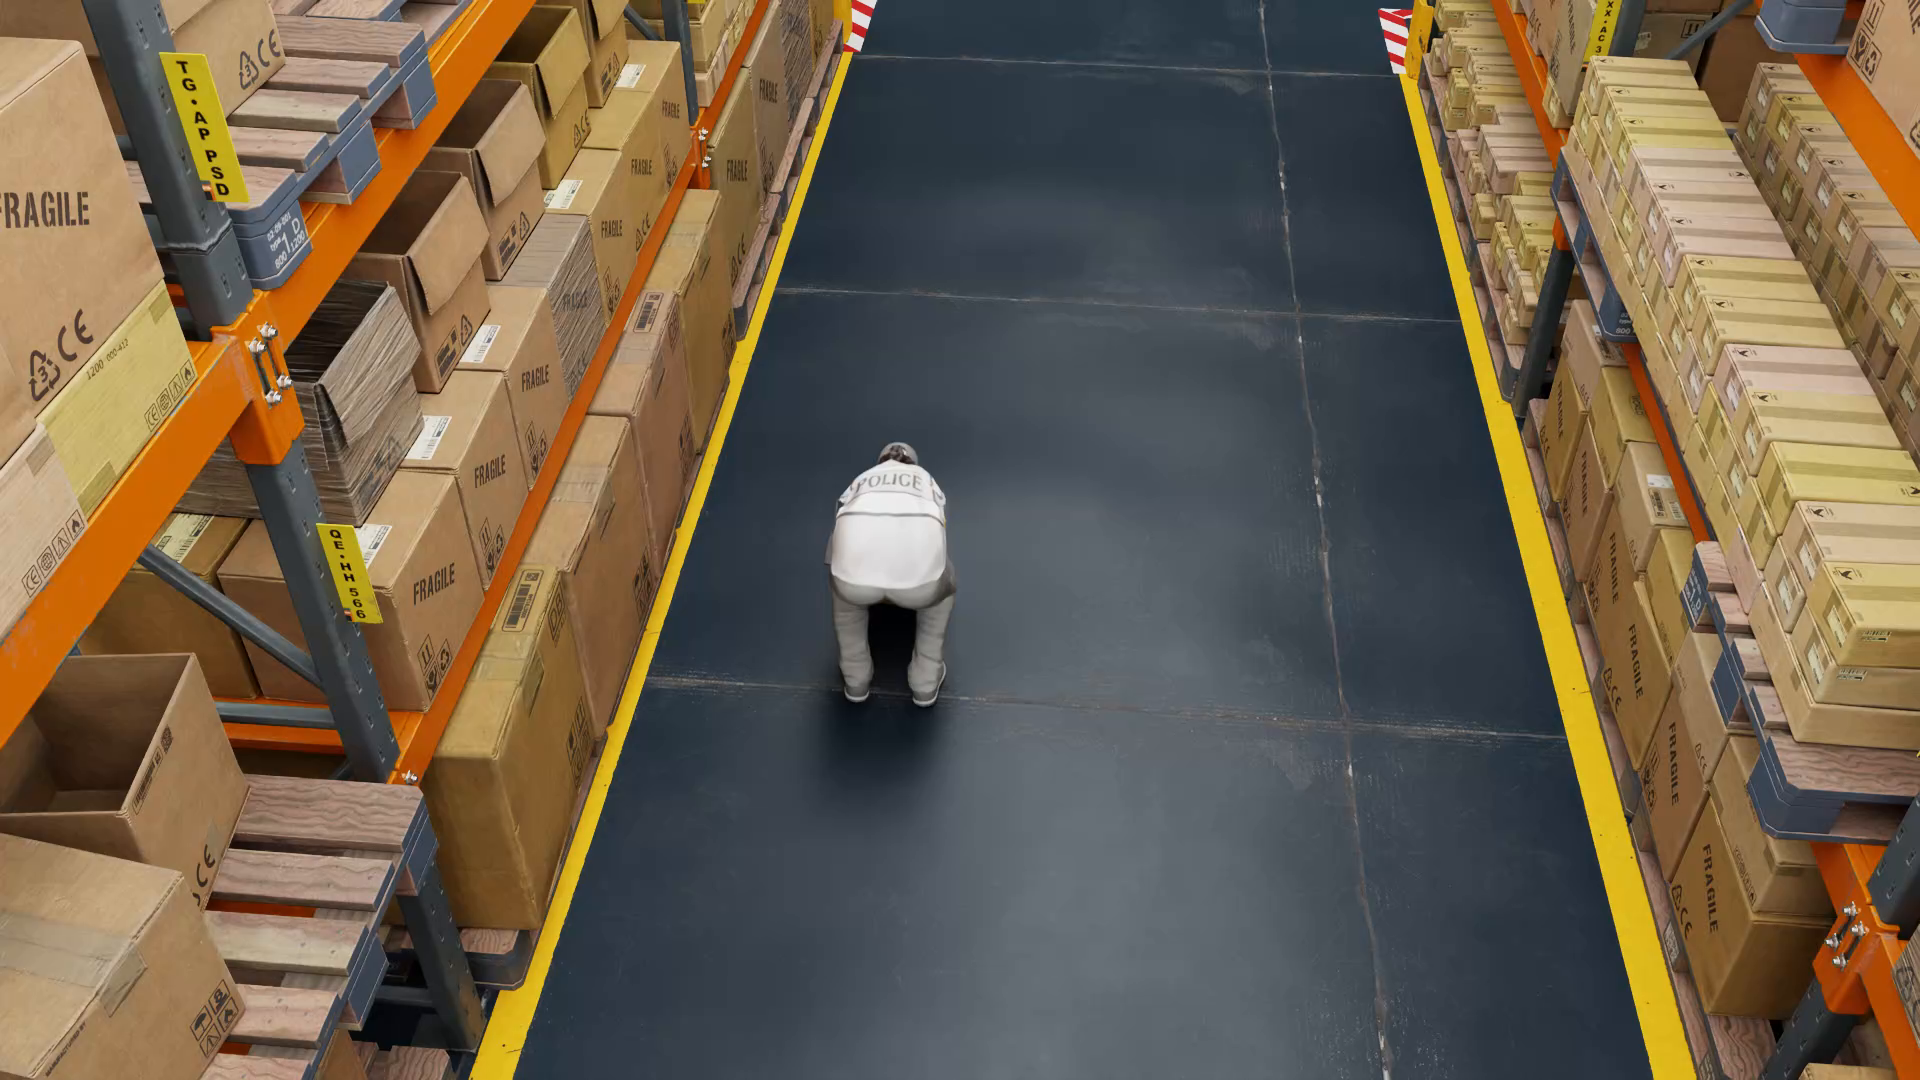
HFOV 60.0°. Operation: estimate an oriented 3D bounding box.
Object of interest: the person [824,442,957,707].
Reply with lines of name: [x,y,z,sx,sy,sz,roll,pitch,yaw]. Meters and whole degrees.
person: [-0.264,0.100,6.580,0.511,0.966,0.940,1,40,2]
